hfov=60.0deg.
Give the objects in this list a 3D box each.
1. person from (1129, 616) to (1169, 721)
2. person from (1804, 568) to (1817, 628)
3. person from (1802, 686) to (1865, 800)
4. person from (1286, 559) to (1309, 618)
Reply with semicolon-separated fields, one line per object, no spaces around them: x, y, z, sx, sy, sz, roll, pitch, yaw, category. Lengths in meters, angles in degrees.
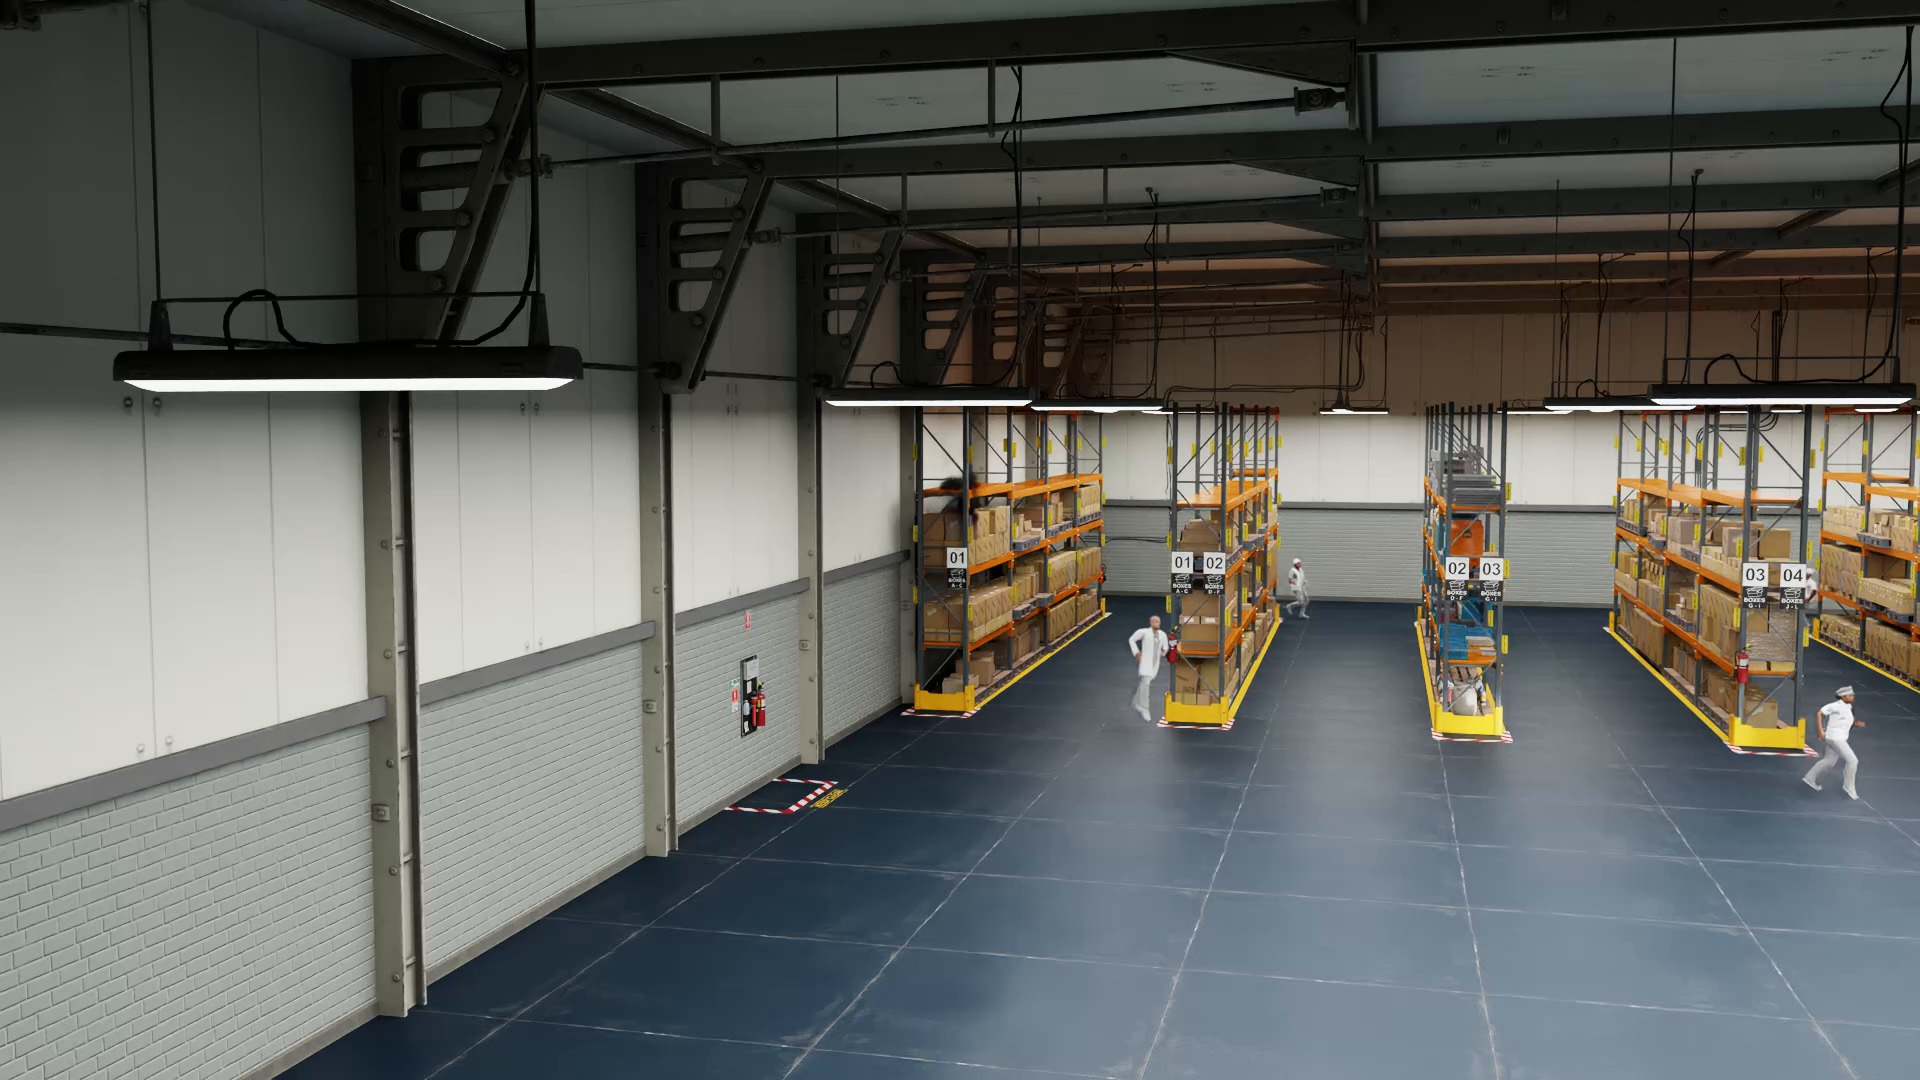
3.520;2.337;30.636;0.674;1.879;0.744;-3;5;-34;person
22.588;1.599;44.483;0.561;1.719;0.724;2;5;27;person
13.204;3.038;25.110;0.822;1.735;0.599;4;6;45;person
9.612;1.376;47.501;0.600;1.706;0.696;3;5;35;person
